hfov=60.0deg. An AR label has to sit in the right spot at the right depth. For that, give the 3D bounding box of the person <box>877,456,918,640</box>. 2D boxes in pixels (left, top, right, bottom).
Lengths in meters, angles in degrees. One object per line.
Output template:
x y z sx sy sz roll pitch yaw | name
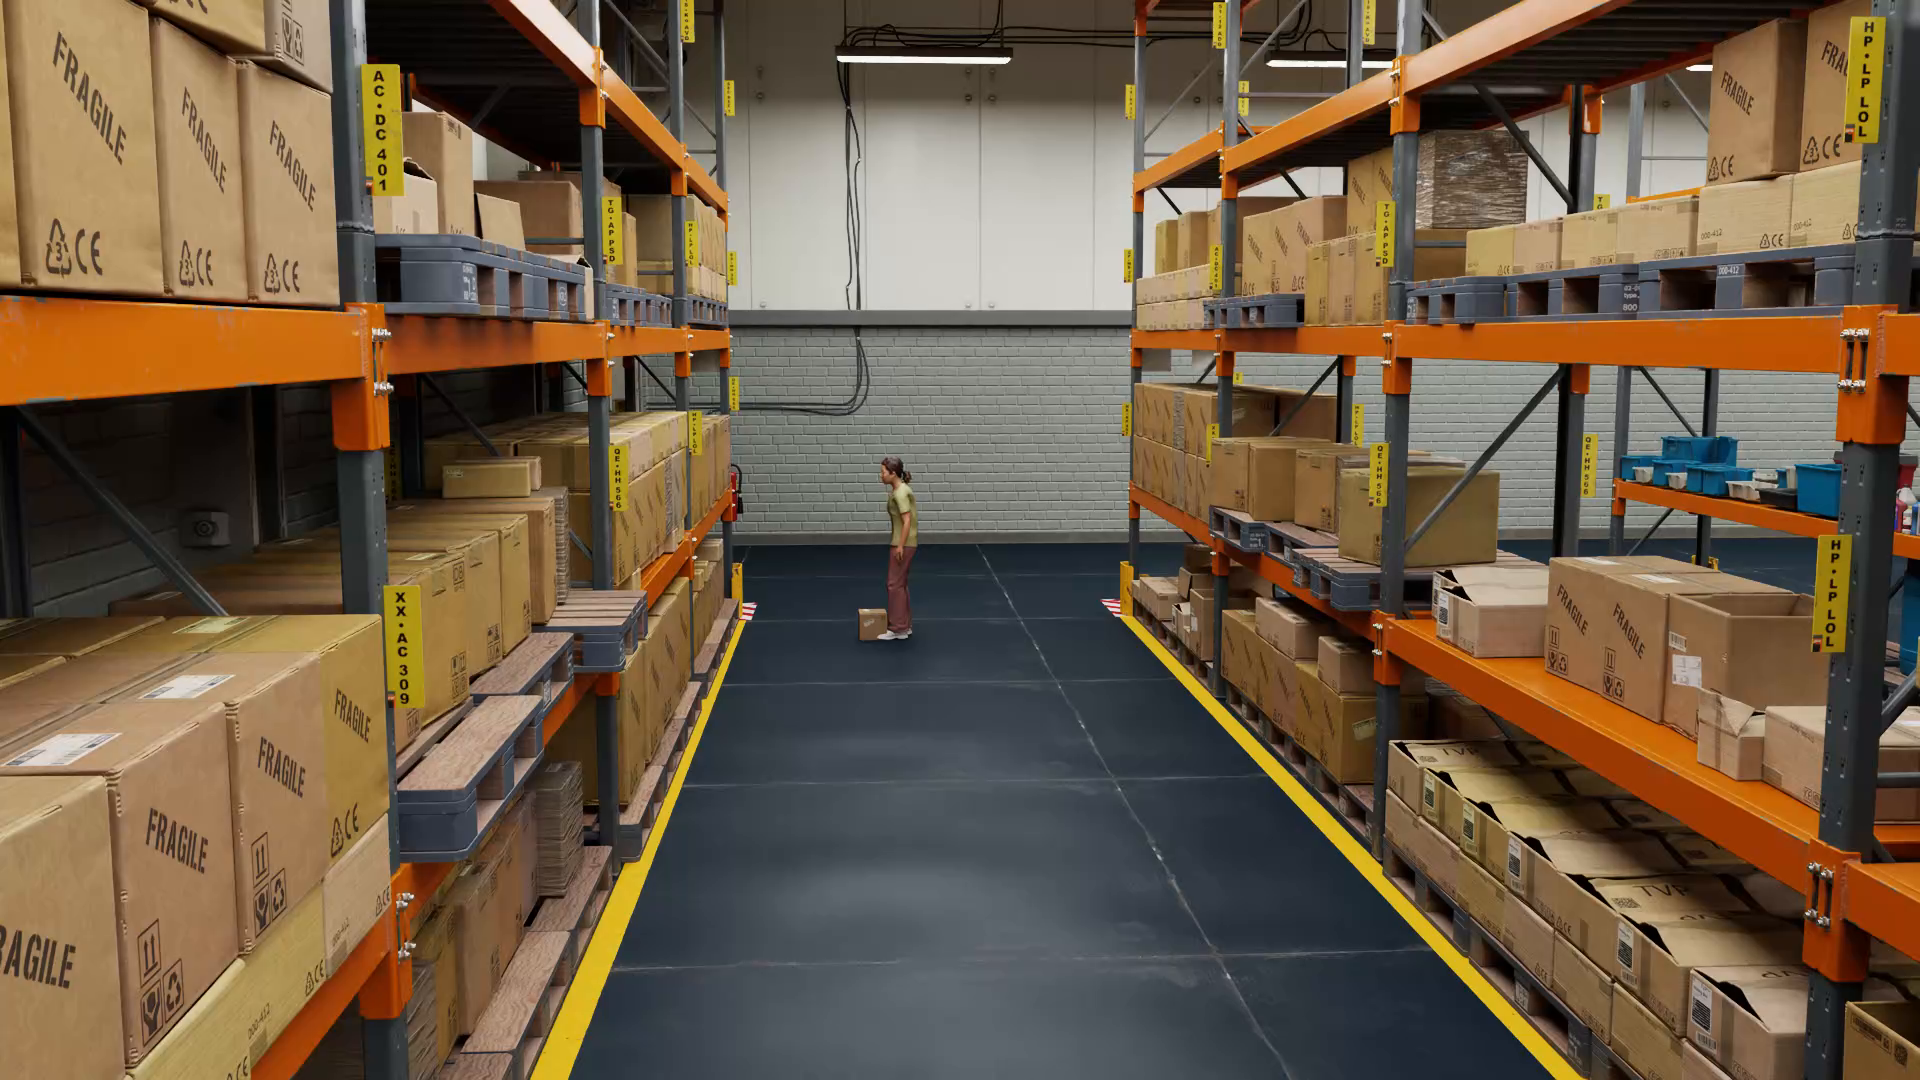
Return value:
-0.583 0.073 15.203 0.405 1.660 0.502 -1 7 -4 | person
